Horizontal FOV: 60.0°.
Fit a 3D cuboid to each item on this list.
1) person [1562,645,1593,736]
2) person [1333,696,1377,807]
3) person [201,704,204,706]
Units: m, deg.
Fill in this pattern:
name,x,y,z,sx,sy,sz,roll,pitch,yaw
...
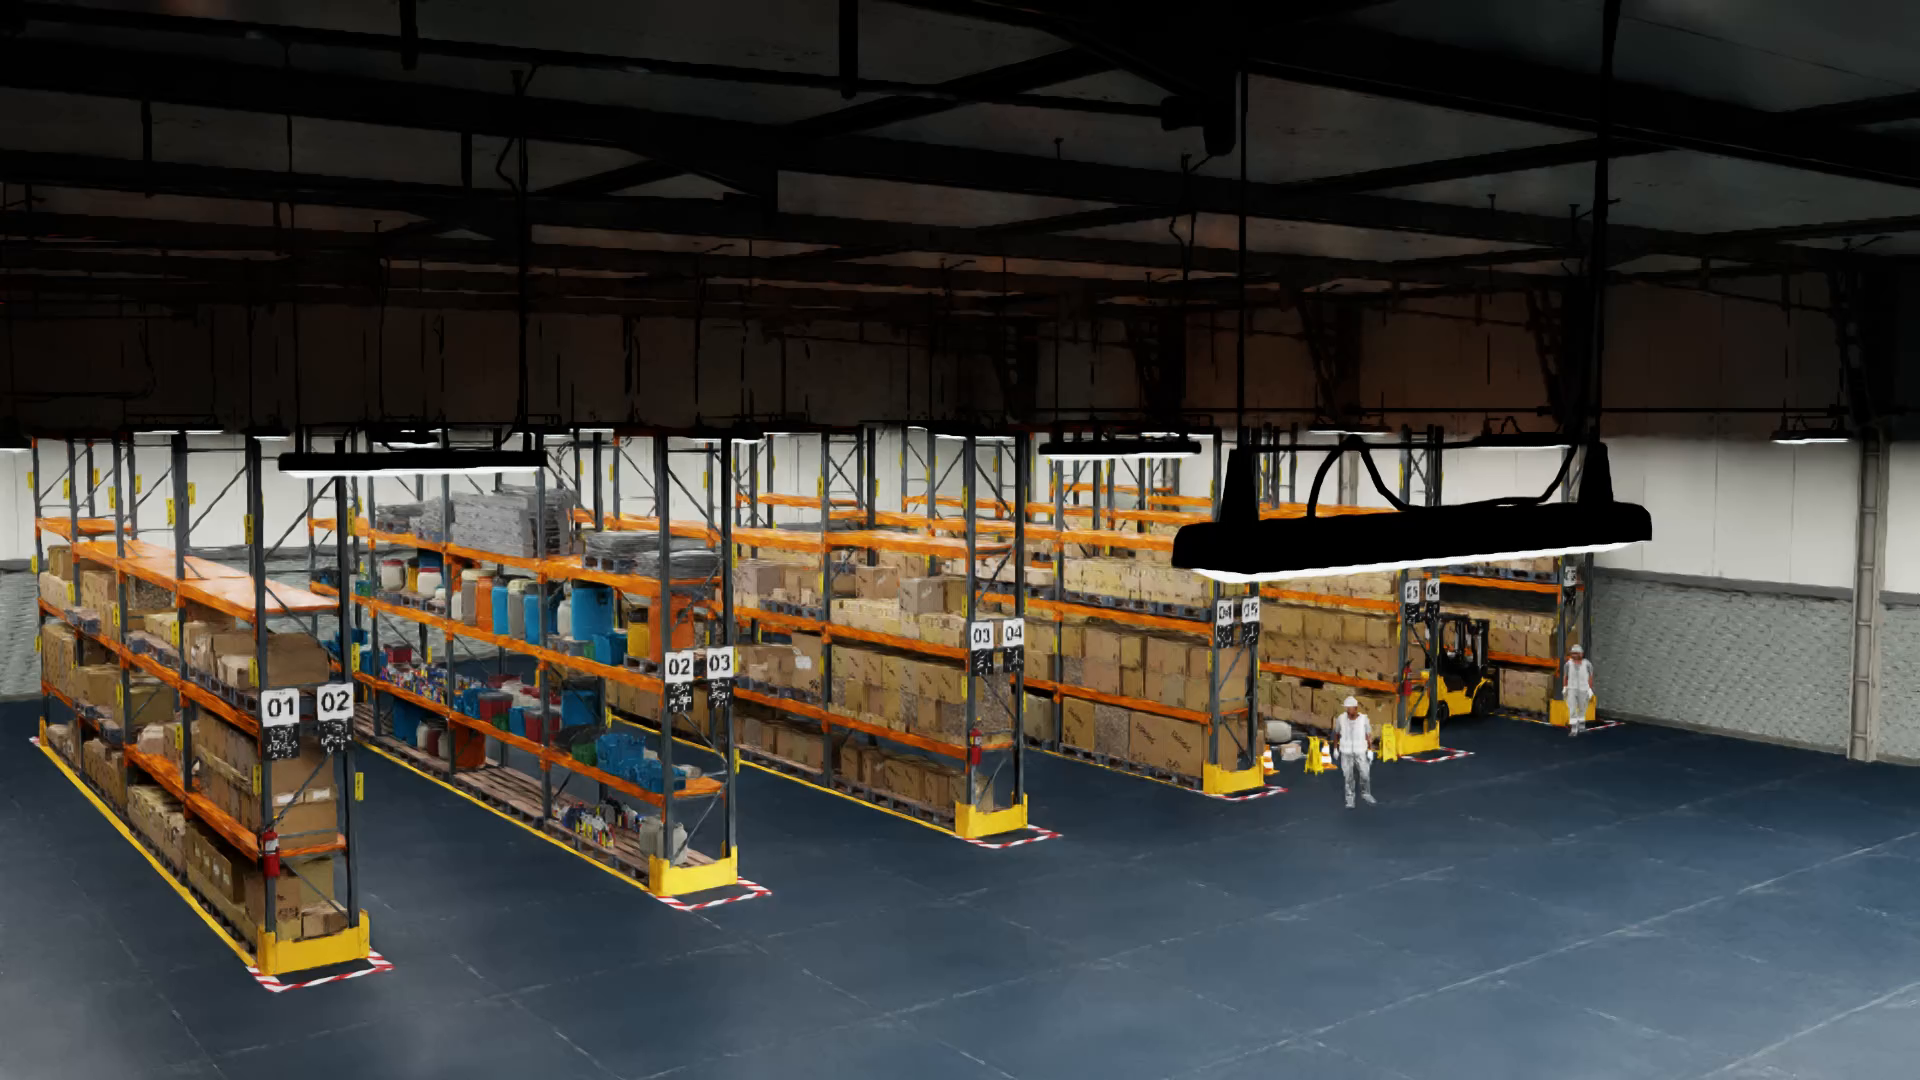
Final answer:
name,x,y,z,sx,sy,sz,roll,pitch,yaw
person,12.007,2.916,32.327,0.567,1.784,0.618,2,5,20
person,6.285,3.356,26.430,0.695,1.776,0.458,1,5,17
person,-12.899,3.216,28.969,0.664,1.702,0.810,-3,5,-31
